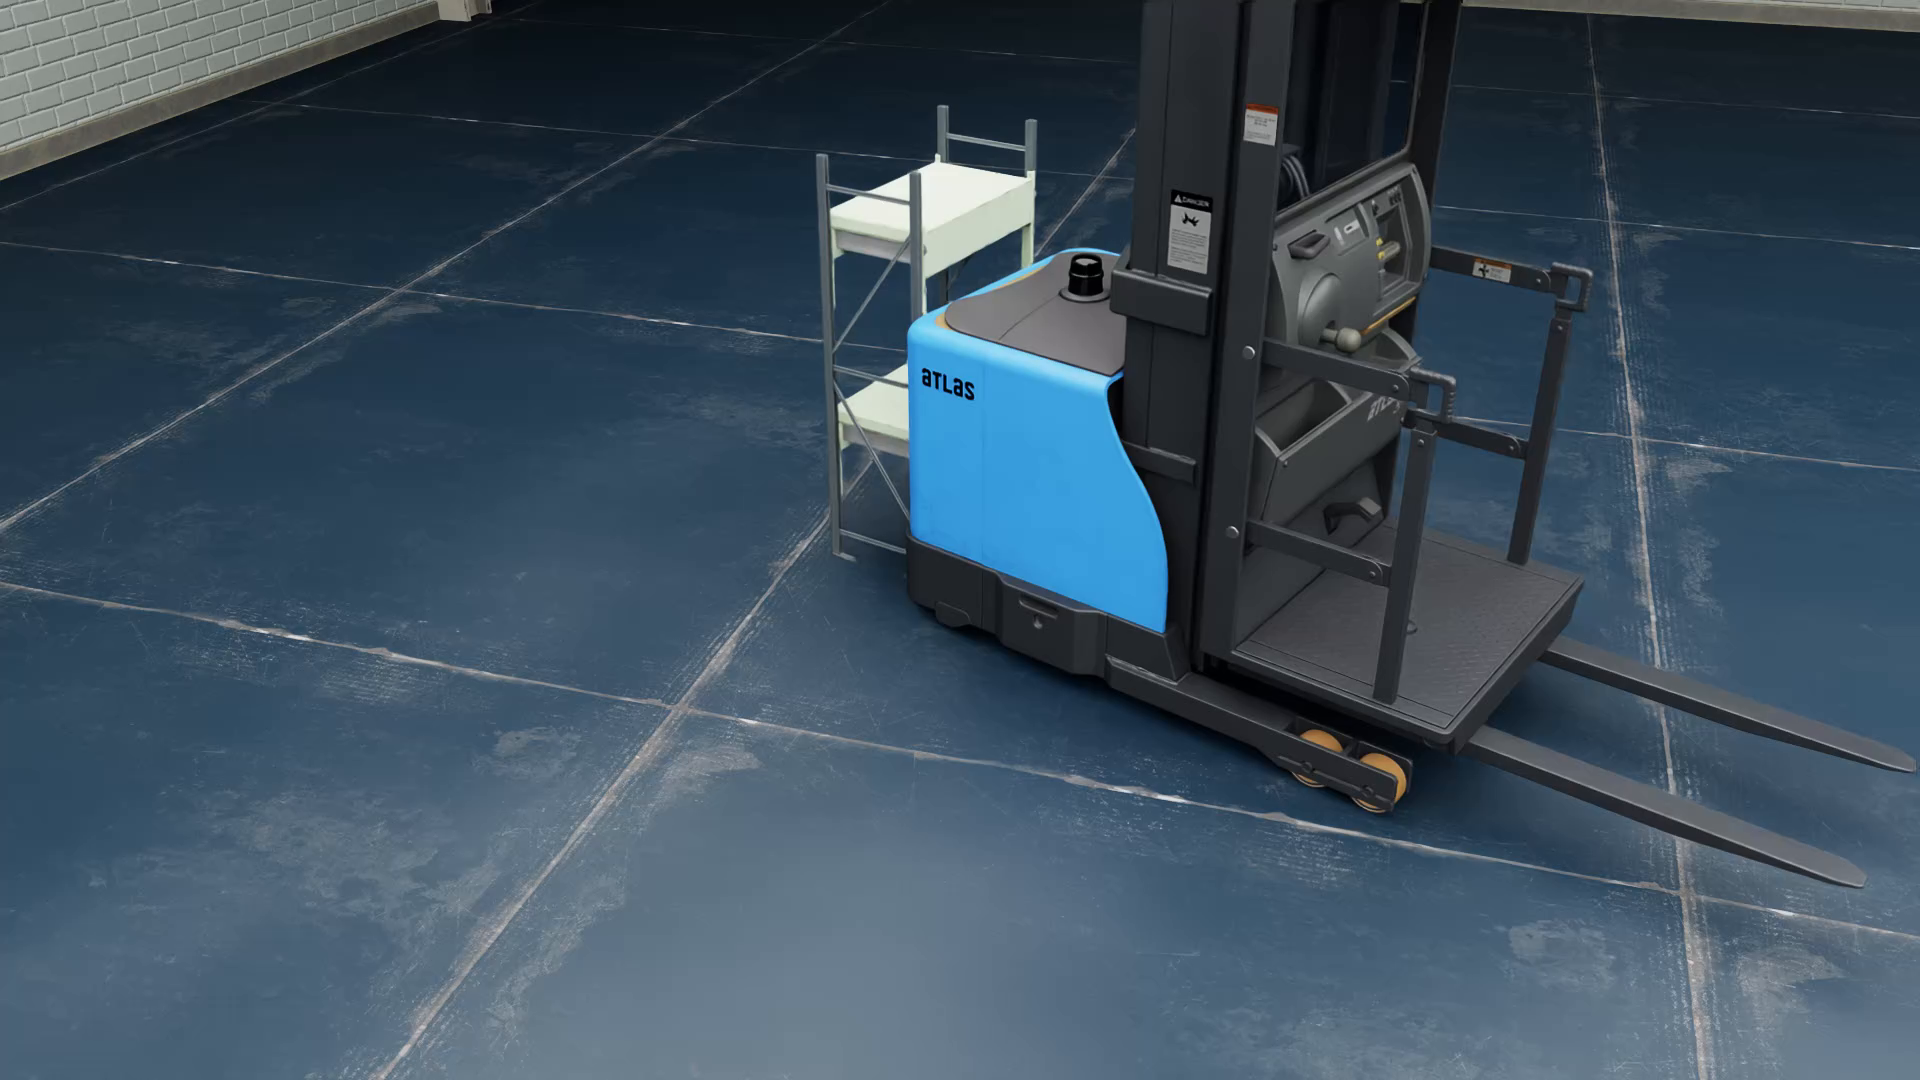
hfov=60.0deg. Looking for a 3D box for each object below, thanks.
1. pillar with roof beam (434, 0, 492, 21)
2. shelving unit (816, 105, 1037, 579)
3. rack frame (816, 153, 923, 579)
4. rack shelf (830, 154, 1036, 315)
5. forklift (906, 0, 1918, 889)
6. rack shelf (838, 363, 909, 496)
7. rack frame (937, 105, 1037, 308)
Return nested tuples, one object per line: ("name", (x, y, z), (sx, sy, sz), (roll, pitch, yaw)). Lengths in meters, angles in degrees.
("pillar with roof beam", (-0.182, -7.867, 11.136), (9.100, 9.000, 0.400), (8, 30, 15))
("shelving unit", (-0.101, -0.703, 5.971), (0.431, 1.500, 0.755), (17, 33, 28))
("rack frame", (-0.296, -0.552, 5.700), (0.400, 1.500, 0.023), (17, 33, 28))
("rack shelf", (-0.101, -1.044, 5.781), (0.431, 0.370, 0.720), (17, 33, 28))
("forklift", (1.291, -0.784, 4.644), (3.031, 2.935, 1.130), (21, 35, 32))
("rack shelf", (-0.101, -0.418, 6.130), (0.431, 0.370, 0.720), (17, 33, 28))
("rack frame", (0.094, -0.854, 6.242), (0.400, 1.500, 0.023), (17, 33, 28))
